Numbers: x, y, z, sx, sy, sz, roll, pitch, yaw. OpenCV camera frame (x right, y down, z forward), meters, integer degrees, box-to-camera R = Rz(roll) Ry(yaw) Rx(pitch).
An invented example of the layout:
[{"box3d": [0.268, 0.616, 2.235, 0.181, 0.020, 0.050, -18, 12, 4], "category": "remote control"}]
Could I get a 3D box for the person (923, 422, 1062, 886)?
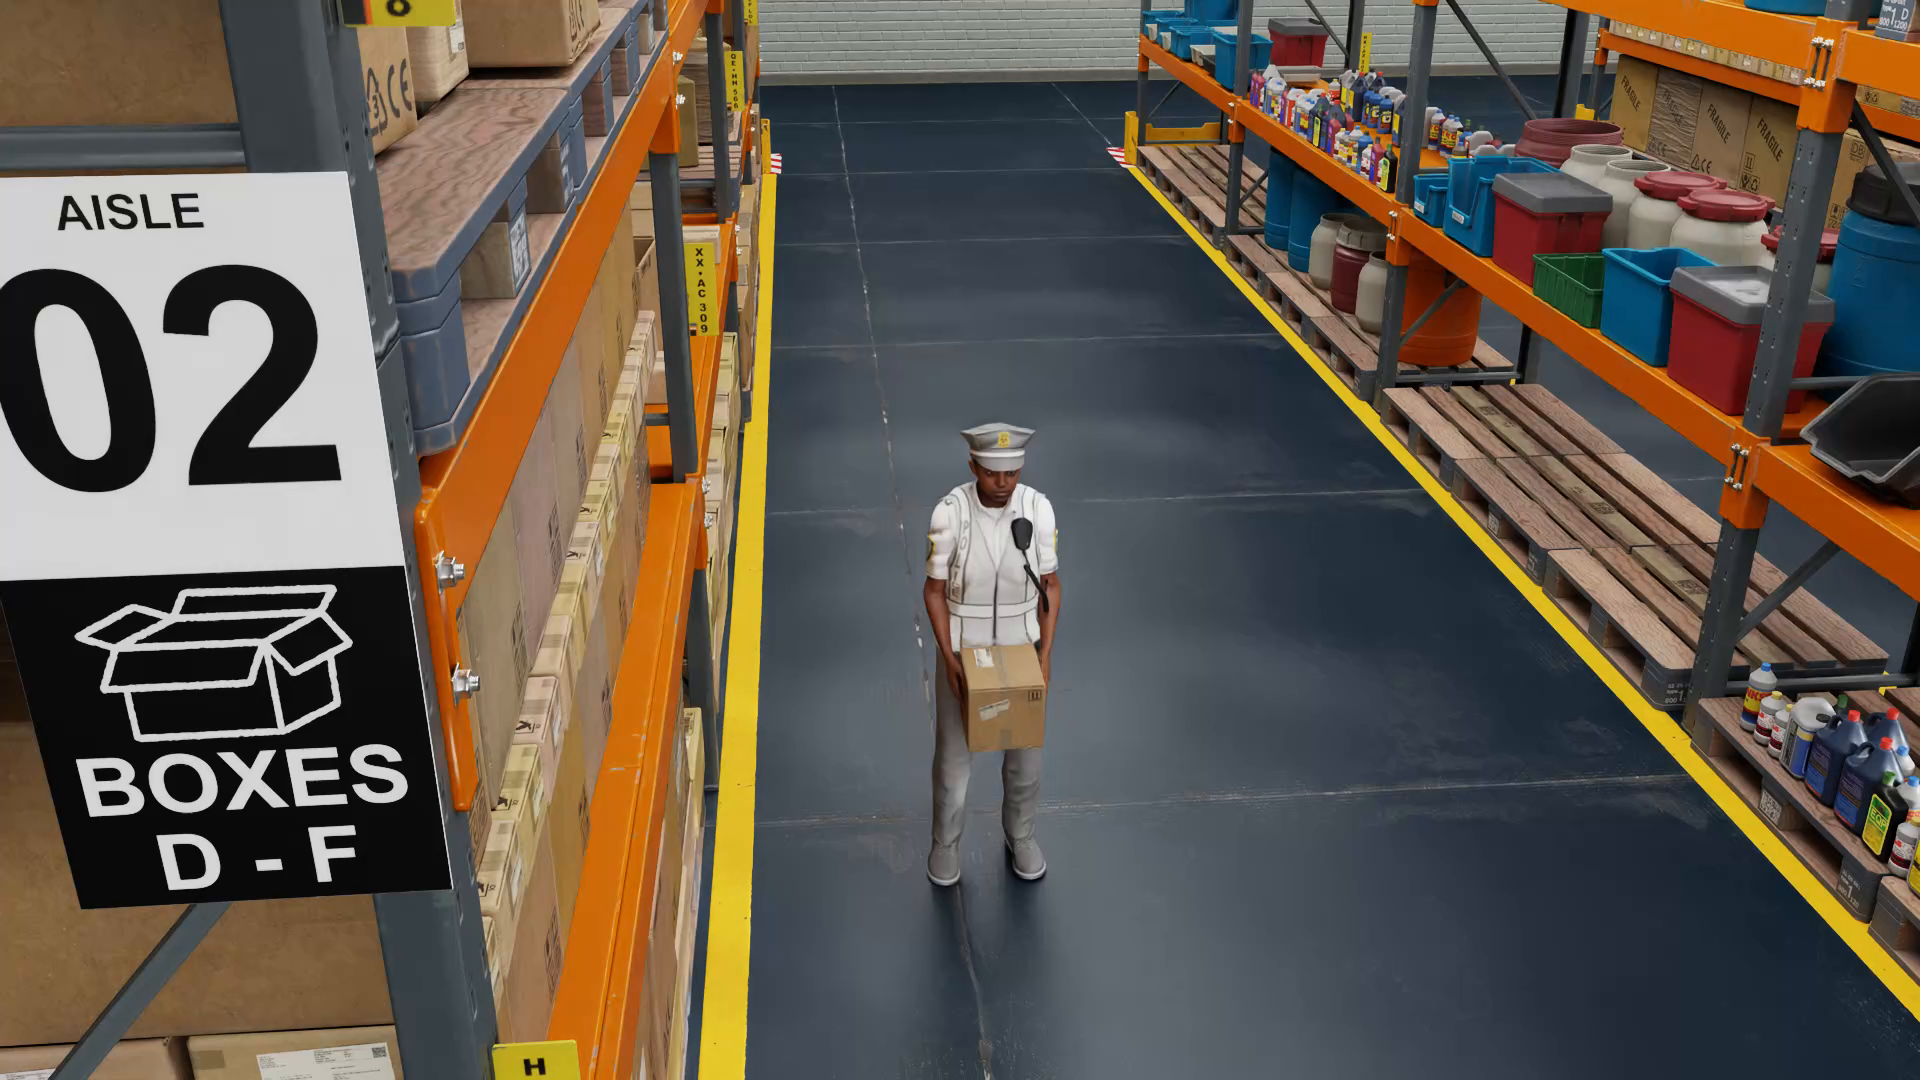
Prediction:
[{"box3d": [0.113, 0.391, 5.687, 0.479, 1.684, 0.429, -3, 24, -6], "category": "person"}]
